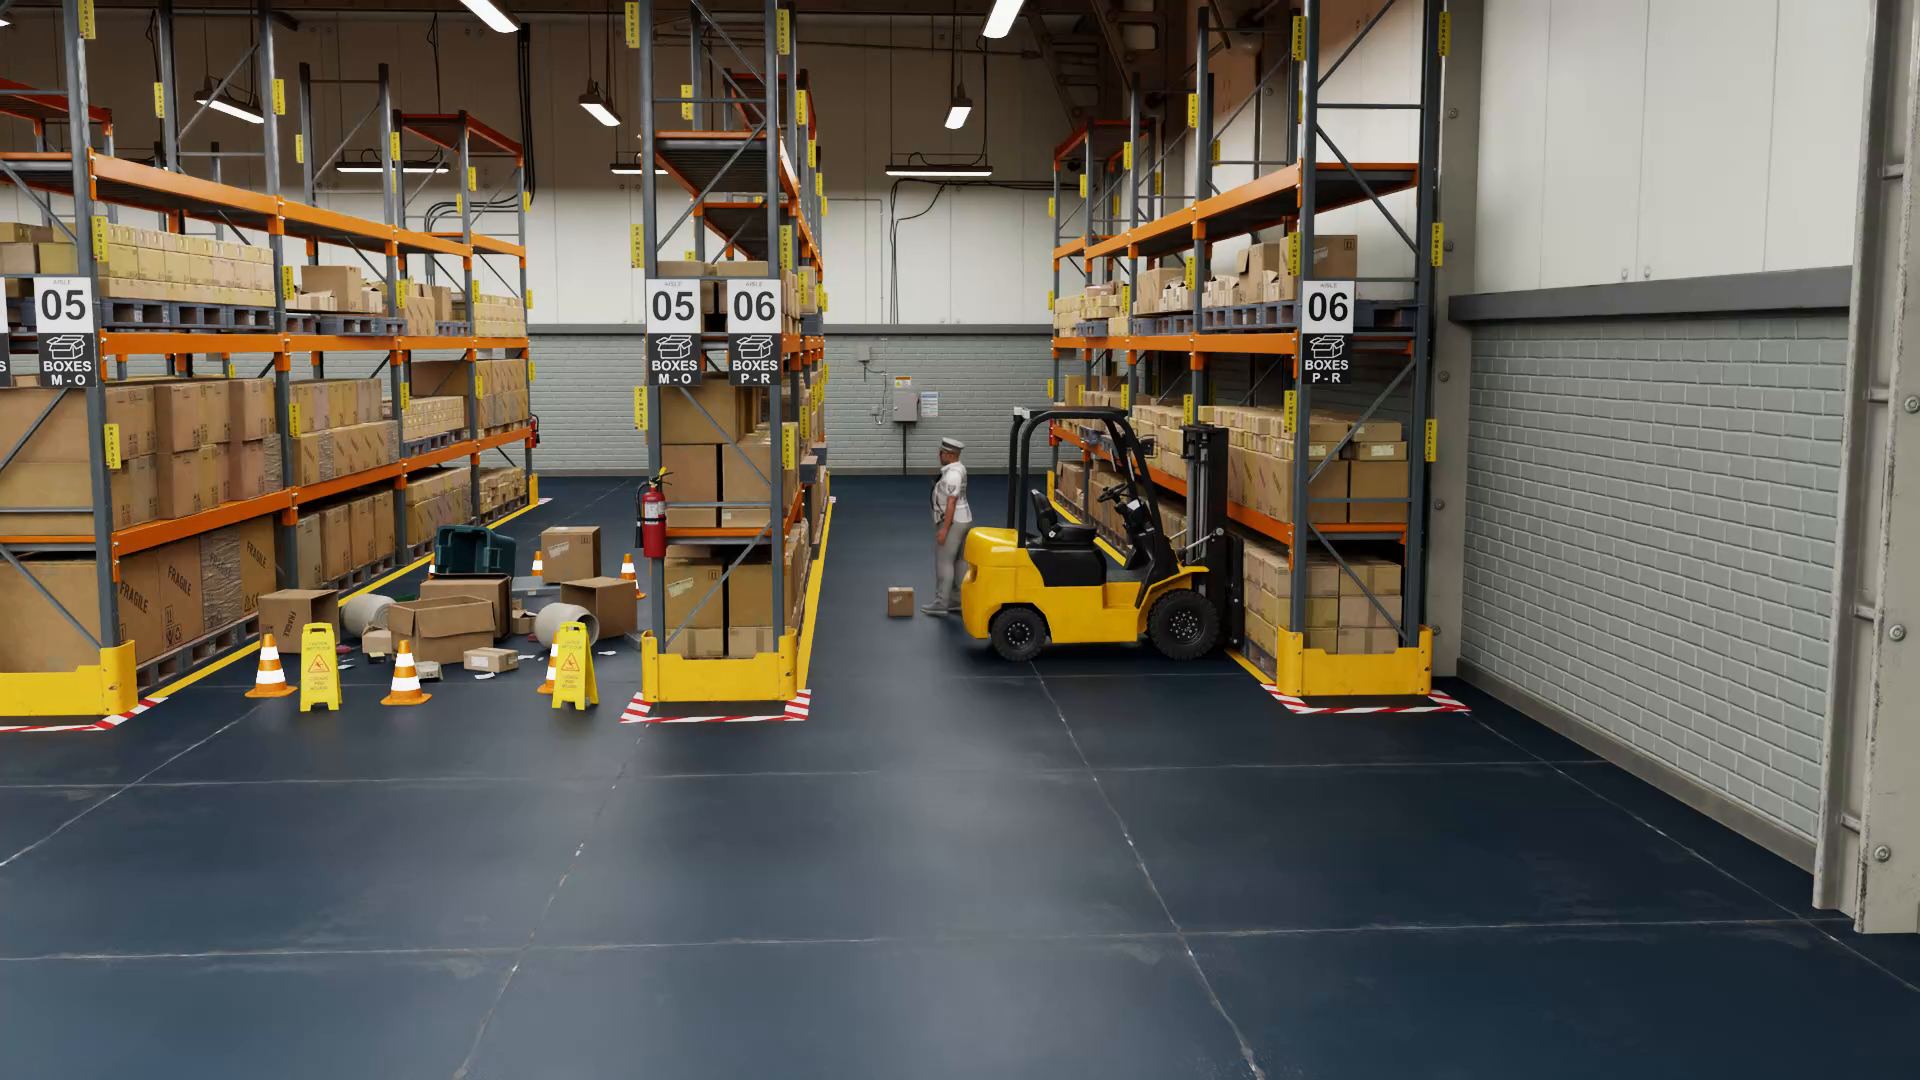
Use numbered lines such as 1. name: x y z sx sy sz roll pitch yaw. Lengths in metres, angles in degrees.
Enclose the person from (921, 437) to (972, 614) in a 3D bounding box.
1. person: -0.133 -0.151 16.777 0.492 1.777 0.578 1 7 9
